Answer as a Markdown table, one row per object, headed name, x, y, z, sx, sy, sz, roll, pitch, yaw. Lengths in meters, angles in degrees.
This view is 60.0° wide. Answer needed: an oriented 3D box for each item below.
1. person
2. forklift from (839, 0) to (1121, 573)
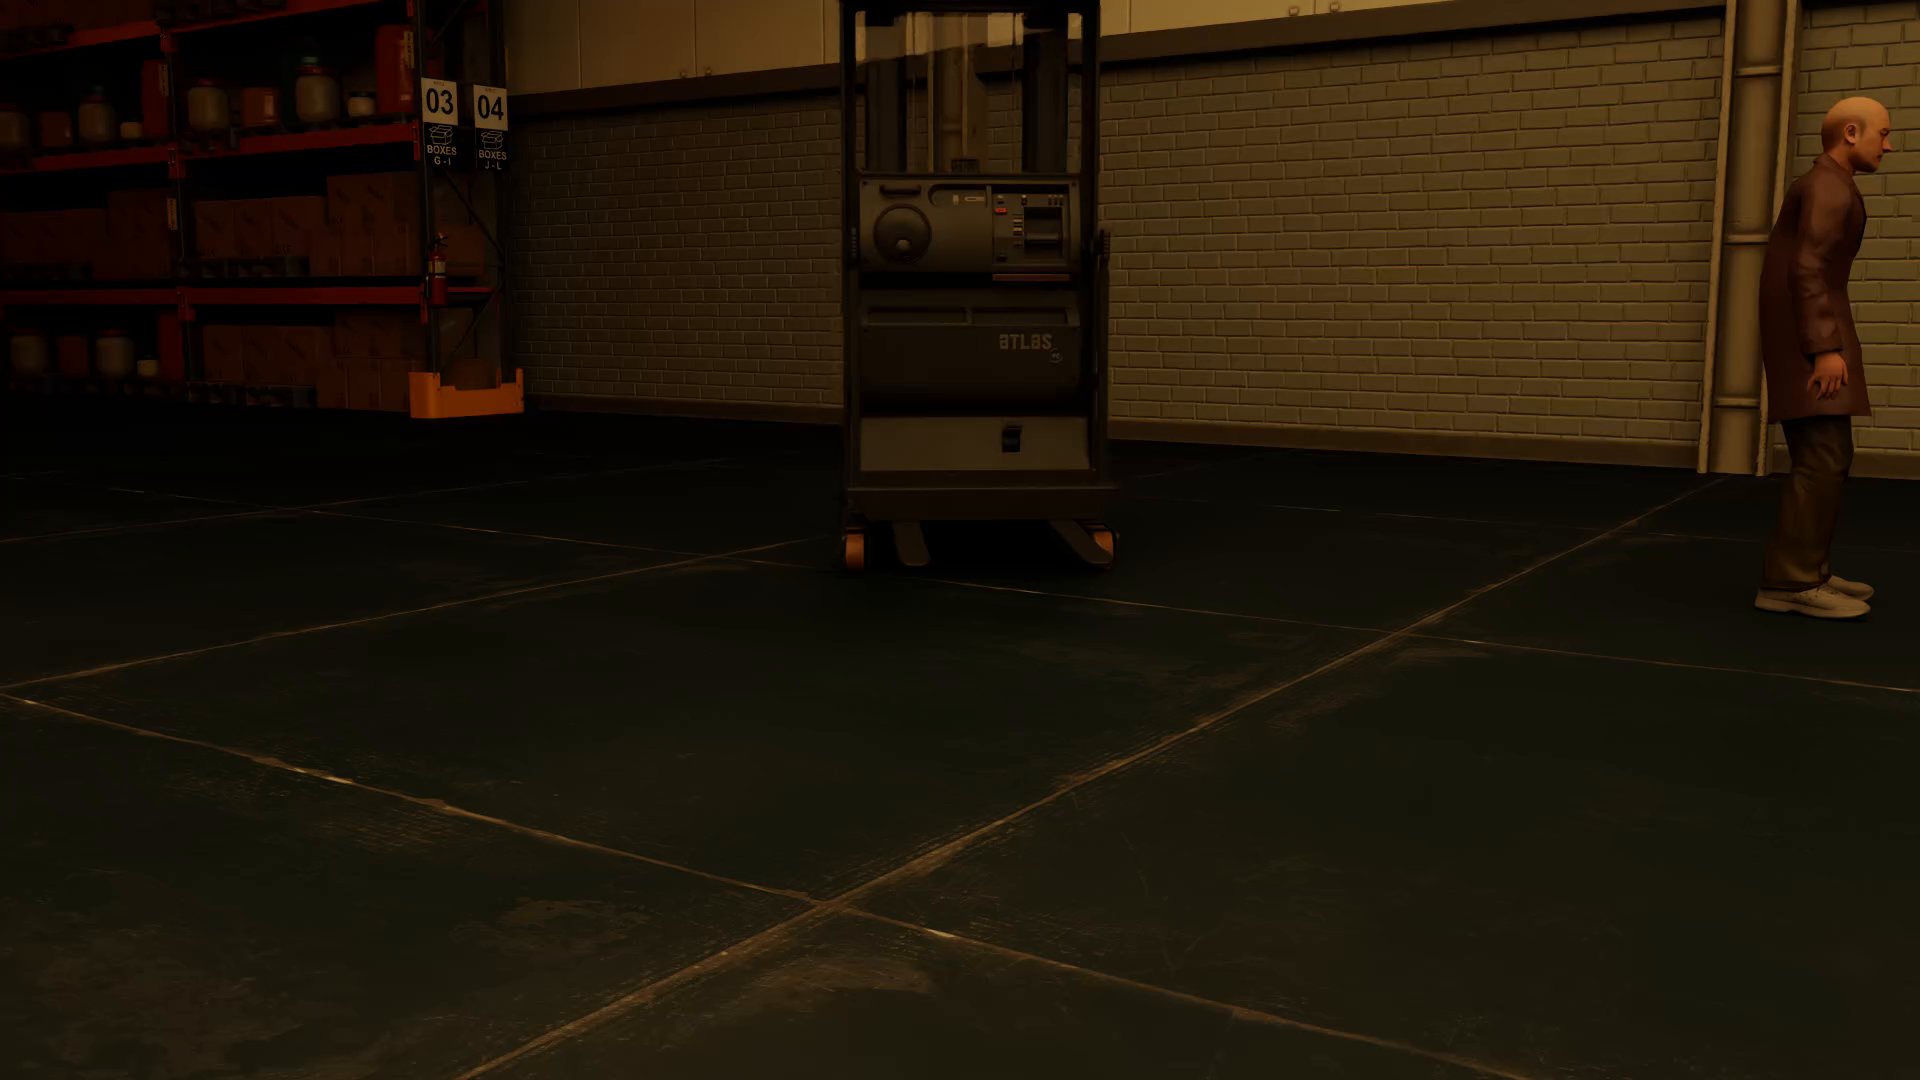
| name | x | y | z | sx | sy | sz | roll | pitch | yaw |
| --- | --- | --- | --- | --- | --- | --- | --- | --- | --- |
| person | 3.025 | -0.643 | 5.830 | 0.435 | 1.772 | 0.642 | 4 | 9 | 28 |
| forklift | 0.058 | -1.364 | 6.786 | 1.130 | 2.935 | 3.031 | -1 | 8 | -4 |
